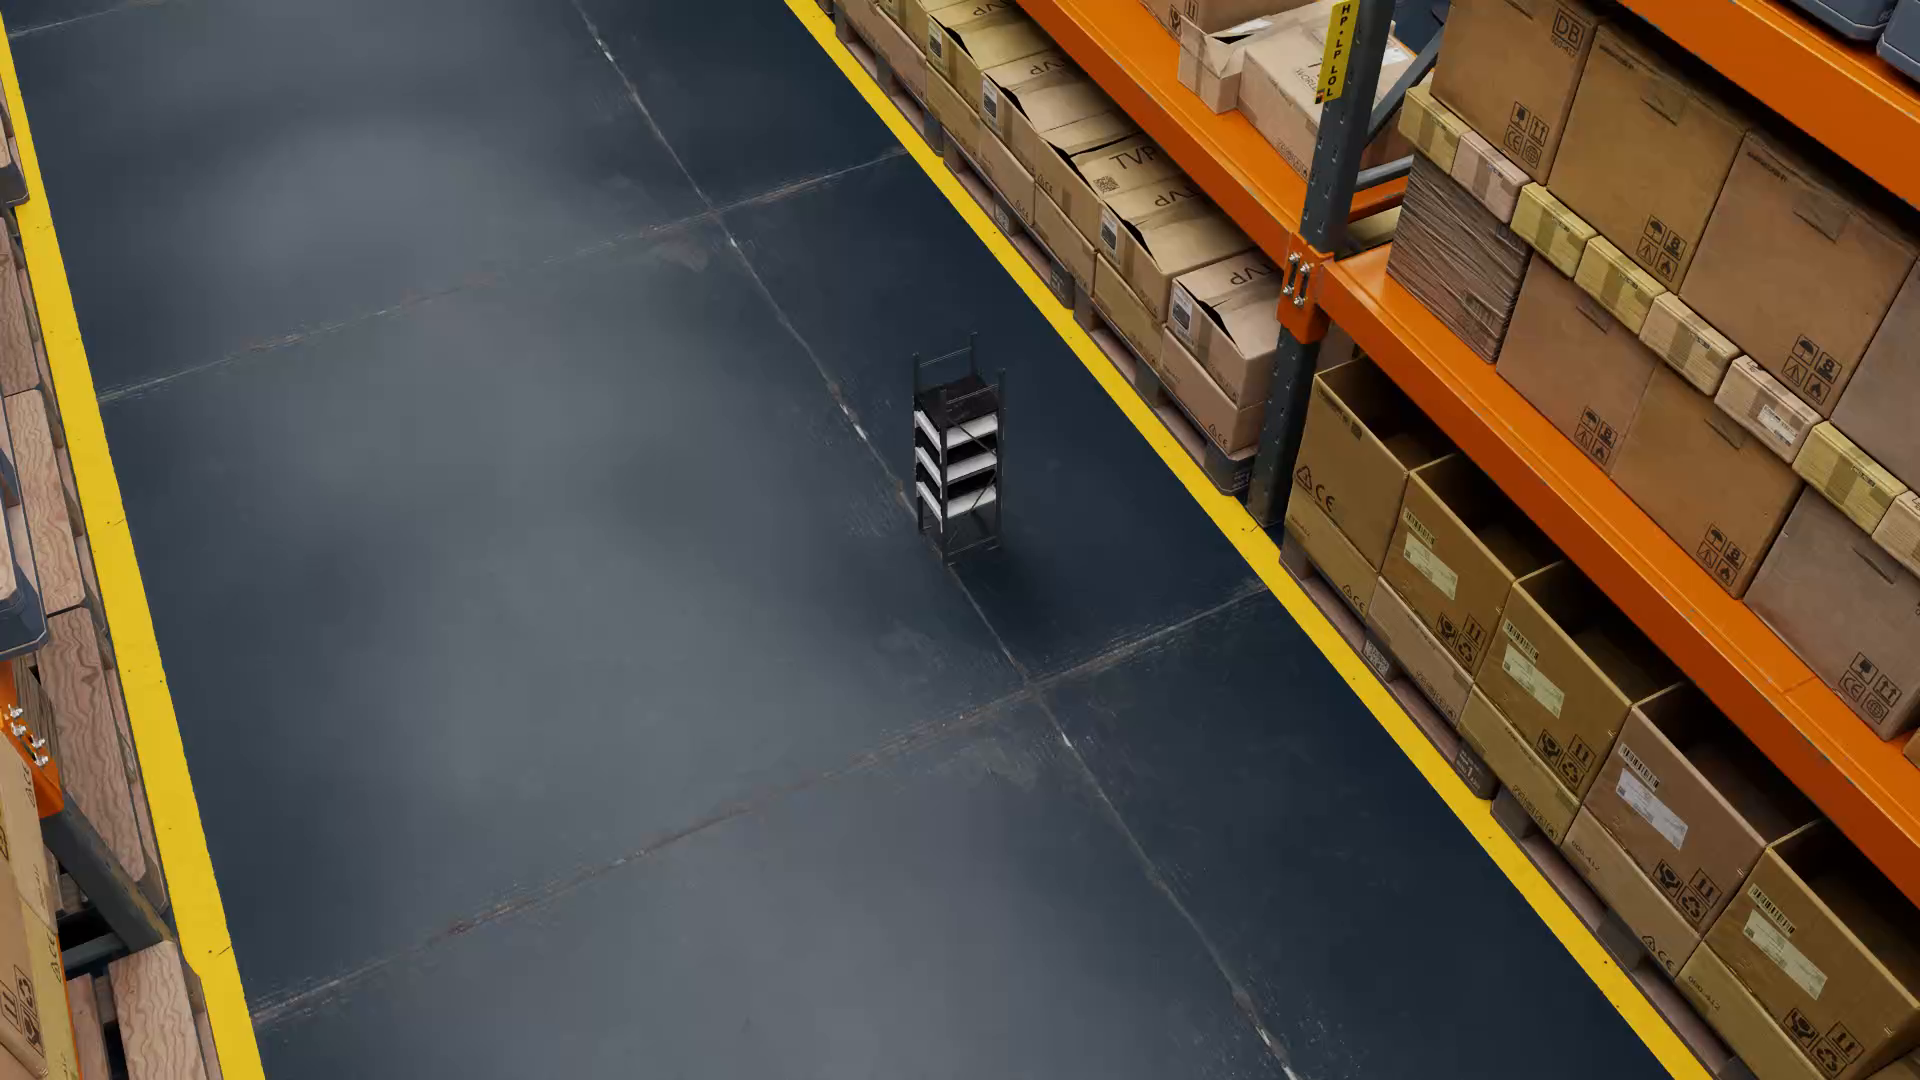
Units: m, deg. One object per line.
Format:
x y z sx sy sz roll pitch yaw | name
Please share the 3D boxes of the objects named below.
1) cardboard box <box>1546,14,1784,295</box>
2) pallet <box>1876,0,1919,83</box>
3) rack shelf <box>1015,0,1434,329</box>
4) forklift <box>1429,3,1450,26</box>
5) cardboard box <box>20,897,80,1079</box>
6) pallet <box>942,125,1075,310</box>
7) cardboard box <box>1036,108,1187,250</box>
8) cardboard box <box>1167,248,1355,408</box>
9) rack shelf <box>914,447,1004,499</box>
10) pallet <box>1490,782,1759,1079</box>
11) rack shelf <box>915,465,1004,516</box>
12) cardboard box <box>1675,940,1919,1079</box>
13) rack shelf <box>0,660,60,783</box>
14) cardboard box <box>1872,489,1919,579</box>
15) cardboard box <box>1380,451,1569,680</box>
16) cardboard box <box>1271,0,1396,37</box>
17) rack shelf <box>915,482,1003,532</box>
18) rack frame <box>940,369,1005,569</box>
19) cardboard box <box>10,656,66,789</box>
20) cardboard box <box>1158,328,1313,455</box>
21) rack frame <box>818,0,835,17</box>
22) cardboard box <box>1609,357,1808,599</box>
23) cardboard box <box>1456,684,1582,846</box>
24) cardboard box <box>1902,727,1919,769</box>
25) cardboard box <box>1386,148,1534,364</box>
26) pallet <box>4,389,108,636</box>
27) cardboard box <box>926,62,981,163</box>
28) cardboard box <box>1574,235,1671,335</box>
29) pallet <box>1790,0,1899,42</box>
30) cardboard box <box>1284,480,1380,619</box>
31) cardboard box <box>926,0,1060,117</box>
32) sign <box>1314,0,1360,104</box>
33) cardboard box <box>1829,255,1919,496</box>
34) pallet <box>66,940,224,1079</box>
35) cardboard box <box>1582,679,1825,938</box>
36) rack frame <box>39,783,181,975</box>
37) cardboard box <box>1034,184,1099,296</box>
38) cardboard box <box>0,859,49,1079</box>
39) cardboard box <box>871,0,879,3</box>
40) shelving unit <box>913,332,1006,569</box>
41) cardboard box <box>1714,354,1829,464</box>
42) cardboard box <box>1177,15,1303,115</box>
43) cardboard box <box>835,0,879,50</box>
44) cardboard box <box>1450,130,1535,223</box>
2.002 -1.066 4.261 0.700 0.500 0.500 -21 52 -18 | cardboard box
2.528 -0.820 3.040 1.003 0.211 1.213 -21 52 -18 | pallet
0.646 -2.340 6.782 1.077 0.370 4.000 -21 52 -18 | rack shelf
3.149 -2.488 6.479 1.130 2.935 3.031 -15 50 -12 | forklift
-2.135 1.062 3.415 0.500 0.250 0.500 -21 52 -17 | cardboard box
0.627 -1.618 7.525 1.003 0.211 1.213 -21 52 -18 | pallet
0.651 -1.509 6.753 0.500 0.311 0.500 -21 52 -18 | cardboard box
1.121 -0.829 6.157 0.500 0.311 0.500 -21 52 -18 | cardboard box
-0.004 -0.280 5.941 0.258 0.077 0.200 -21 52 -18 | rack shelf
2.450 1.044 5.197 1.003 0.211 1.213 -21 52 -18 | pallet
-0.004 -0.221 6.009 0.258 0.077 0.200 -21 52 -18 | rack shelf
2.413 1.284 4.682 0.500 0.250 0.500 -21 52 -18 | cardboard box
-3.757 -0.632 5.288 1.077 0.370 4.000 -21 52 -18 | rack shelf
2.335 -0.035 3.791 0.380 0.149 0.250 -22 52 -18 | cardboard box
1.730 0.032 5.279 0.500 0.500 0.500 -21 52 -18 | cardboard box
1.337 -1.819 6.015 0.380 0.149 0.250 -21 52 -18 | cardboard box
-0.004 -0.161 6.077 0.258 0.077 0.200 -21 52 -18 | rack shelf
0.043 -0.234 5.857 0.240 0.900 0.006 -21 52 -18 | rack frame
-3.194 0.661 5.047 0.700 0.500 0.500 -20 52 -16 | cardboard box
1.113 -0.649 6.373 0.500 0.250 0.500 -22 52 -18 | cardboard box
-0.270 -3.916 7.682 1.000 3.000 0.127 -21 52 -18 | rack frame
2.243 -0.289 4.443 0.700 0.500 0.500 -20 52 -17 | cardboard box
1.952 0.616 5.266 0.500 0.250 0.500 -21 52 -18 | cardboard box
2.722 0.405 3.837 0.700 0.500 0.500 -21 52 -17 | cardboard box
1.769 -0.977 5.045 0.700 0.500 0.500 -22 53 -18 | cardboard box
-3.762 0.050 6.066 1.003 0.211 1.213 -21 52 -18 | pallet
0.183 -2.015 7.567 0.500 0.250 0.500 -22 53 -18 | cardboard box
1.867 -0.723 4.393 0.380 0.149 0.250 -22 52 -18 | cardboard box
1.974 -1.635 3.753 1.003 0.211 1.213 -21 52 -18 | pallet
1.503 -0.057 5.855 0.500 0.250 0.500 -21 52 -18 | cardboard box
0.188 -2.191 7.349 0.500 0.311 0.500 -22 53 -18 | cardboard box
1.083 -1.400 4.765 0.100 0.325 0.005 -21 52 -18 | sign
2.458 -0.396 3.675 0.700 0.500 0.500 -21 52 -17 | cardboard box
-2.503 1.825 4.513 1.003 0.211 1.213 -21 52 -18 | pallet
2.183 0.703 4.692 0.500 0.500 0.500 -21 52 -18 | cardboard box
-2.842 0.470 3.846 1.000 3.000 0.127 -21 52 -18 | rack frame
0.649 -1.331 6.969 0.500 0.250 0.500 -20 52 -17 | cardboard box
-2.117 0.808 3.139 0.500 0.500 0.500 -21 52 -18 | cardboard box
-0.291 -2.882 7.953 0.500 0.311 0.500 -20 52 -16 | cardboard box
-0.004 -0.302 5.916 0.258 0.900 0.210 -21 52 -18 | shelving unit
2.105 -0.377 4.090 0.380 0.149 0.250 -23 53 -19 | cardboard box
0.995 -1.720 5.850 0.396 0.266 0.258 -22 52 -18 | cardboard box
-0.291 -2.697 8.164 0.500 0.250 0.500 -21 52 -18 | cardboard box
1.627 -1.071 4.696 0.380 0.149 0.250 -20 52 -17 | cardboard box
